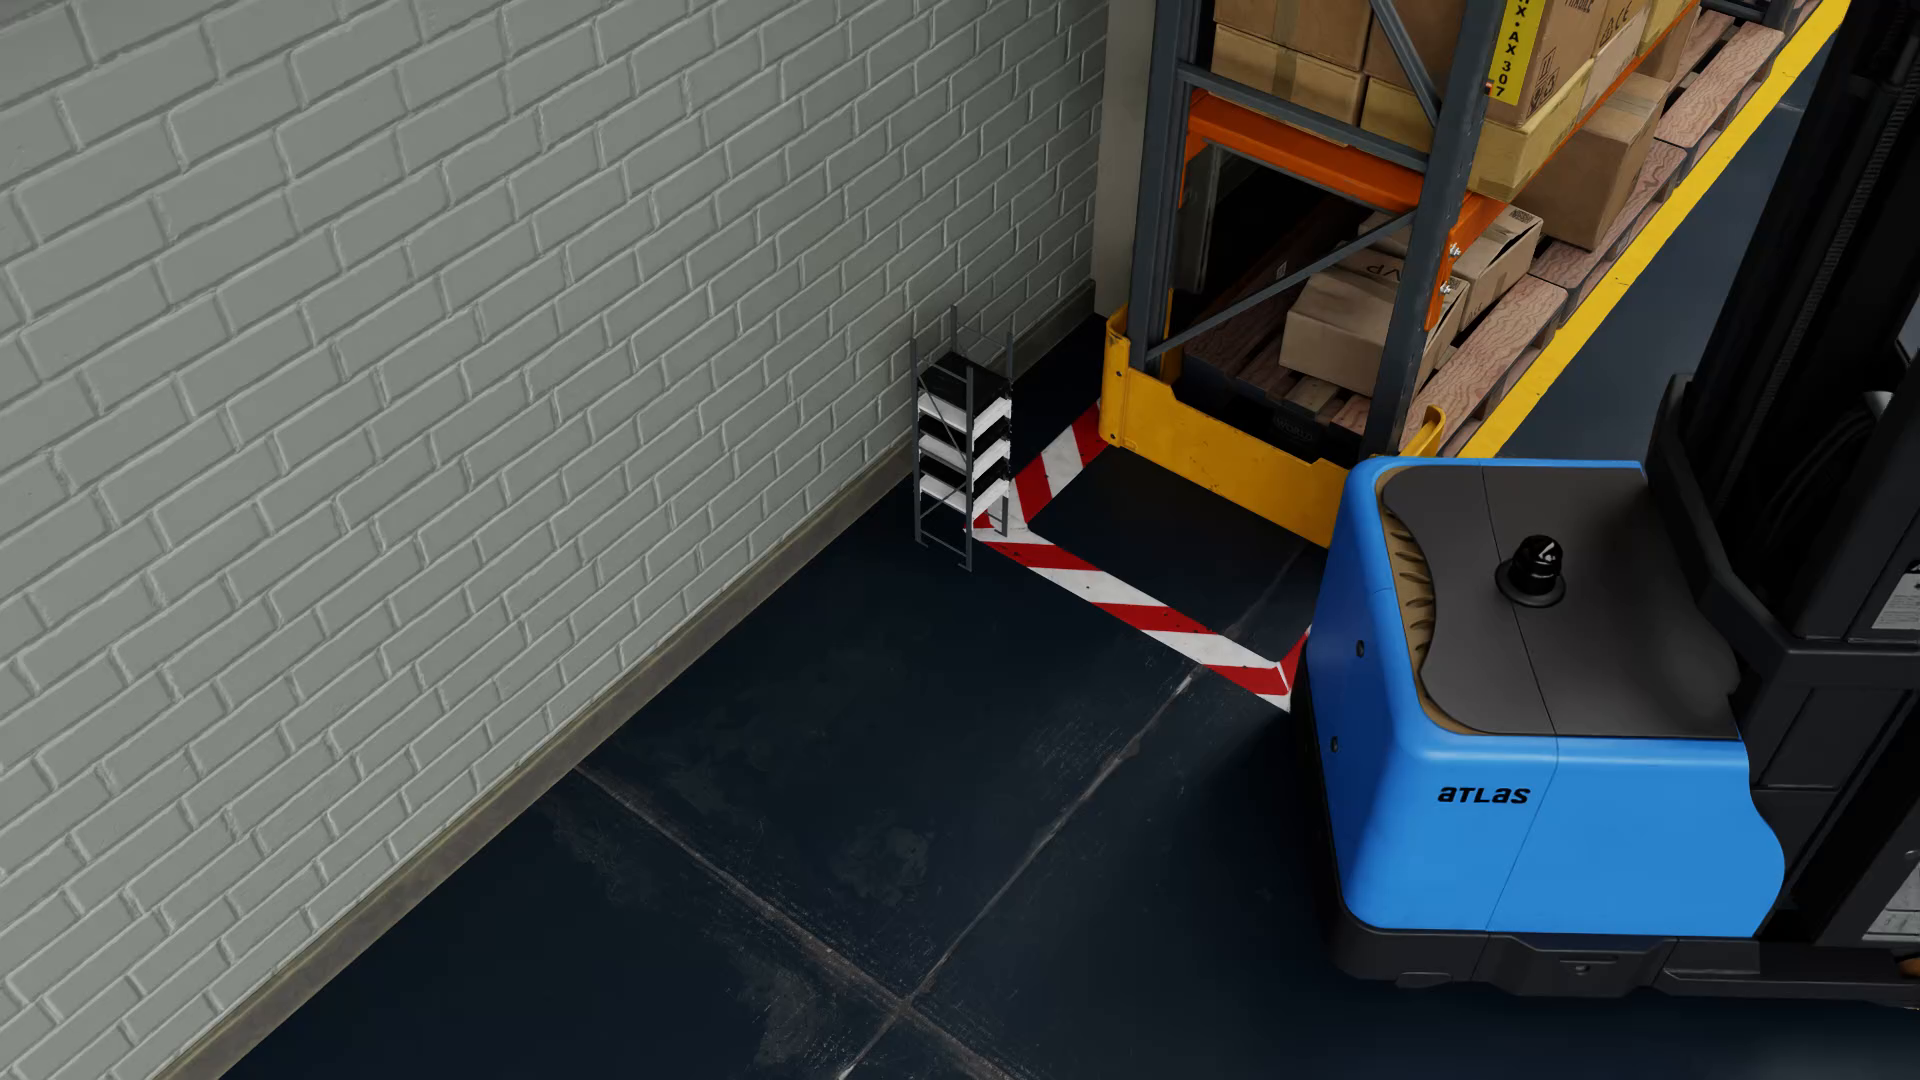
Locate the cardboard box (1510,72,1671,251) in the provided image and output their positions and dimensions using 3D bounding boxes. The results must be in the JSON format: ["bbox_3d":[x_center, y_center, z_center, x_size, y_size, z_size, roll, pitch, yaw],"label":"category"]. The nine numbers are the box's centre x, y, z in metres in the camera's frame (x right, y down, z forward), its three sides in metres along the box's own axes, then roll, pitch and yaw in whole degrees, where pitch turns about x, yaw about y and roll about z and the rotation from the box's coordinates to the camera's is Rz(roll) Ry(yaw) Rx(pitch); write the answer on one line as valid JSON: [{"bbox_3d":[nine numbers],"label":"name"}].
[{"bbox_3d":[2.334,-1.593,6.622,0.700,0.500,0.500,26,52,23],"label":"cardboard box"}]

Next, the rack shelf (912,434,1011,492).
[{"bbox_3d":[0.005,-0.292,5.453,0.258,0.077,0.200,29,53,25],"label":"rack shelf"}]

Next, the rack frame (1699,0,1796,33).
[{"bbox_3d":[3.449,-3.514,7.032,1.000,3.000,0.127,29,53,25],"label":"rack frame"}]

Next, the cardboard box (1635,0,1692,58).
[{"bbox_3d":[2.175,-1.911,5.591,0.500,0.250,0.500,28,53,24],"label":"cardboard box"}]

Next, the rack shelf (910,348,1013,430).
[{"bbox_3d":[0.005,-0.479,5.258,0.258,0.077,0.200,29,53,25],"label":"rack shelf"}]

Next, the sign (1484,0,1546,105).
[{"bbox_3d":[1.433,-1.284,4.304,0.100,0.325,0.005,29,53,25],"label":"sign"}]

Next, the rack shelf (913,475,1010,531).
[{"bbox_3d":[0.005,-0.168,5.583,0.258,0.077,0.200,29,53,25],"label":"rack shelf"}]

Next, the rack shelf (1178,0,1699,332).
[{"bbox_3d":[2.226,-2.121,6.199,1.077,0.370,4.000,29,53,25],"label":"rack shelf"}]

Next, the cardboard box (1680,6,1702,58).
[{"bbox_3d":[3.146,-2.368,7.592,0.380,0.166,0.250,23,50,20],"label":"cardboard box"}]

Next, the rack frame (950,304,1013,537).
[{"bbox_3d":[0.067,-0.374,5.484,0.240,0.900,0.006,29,53,25],"label":"rack frame"}]

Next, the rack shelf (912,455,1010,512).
[{"bbox_3d":[0.005,-0.230,5.518,0.258,0.077,0.200,29,53,25],"label":"rack shelf"}]

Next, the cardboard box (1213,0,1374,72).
[{"bbox_3d":[1.123,-1.803,4.969,0.500,0.500,0.500,29,53,25],"label":"cardboard box"}]

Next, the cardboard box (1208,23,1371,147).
[{"bbox_3d":[1.136,-1.533,5.230,0.500,0.250,0.500,30,53,25],"label":"cardboard box"}]

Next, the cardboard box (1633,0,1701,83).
[{"bbox_3d":[2.846,-2.191,7.193,0.500,0.500,0.500,25,51,22],"label":"cardboard box"}]

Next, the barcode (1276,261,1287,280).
[{"bbox_3d":[1.192,-0.994,6.174,0.001,0.075,0.075,29,53,25],"label":"barcode"}]

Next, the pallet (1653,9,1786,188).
[{"bbox_3d":[3.066,-2.151,7.658,1.003,0.211,1.213,29,53,25],"label":"pallet"}]

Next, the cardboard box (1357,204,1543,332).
[{"bbox_3d":[1.846,-1.130,6.311,0.500,0.311,0.500,34,55,28],"label":"cardboard box"}]

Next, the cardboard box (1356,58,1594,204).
[{"bbox_3d":[1.553,-1.319,5.025,0.500,0.250,0.500,28,52,24],"label":"cardboard box"}]

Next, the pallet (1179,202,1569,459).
[{"bbox_3d":[1.575,-0.754,6.325,1.003,0.211,1.213,29,53,25],"label":"pallet"}]

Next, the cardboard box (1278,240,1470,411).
[{"bbox_3d":[1.498,-0.804,5.999,0.500,0.311,0.500,24,51,21],"label":"cardboard box"}]

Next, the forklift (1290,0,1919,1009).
[{"bbox_3d":[2.529,-0.124,3.841,3.031,2.935,1.130,1,46,1],"label":"forklift"}]

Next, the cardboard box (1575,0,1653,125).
[{"bbox_3d":[1.859,-1.622,5.315,0.500,0.250,0.500,28,52,24],"label":"cardboard box"}]

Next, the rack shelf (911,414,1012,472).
[{"bbox_3d":[0.005,-0.355,5.388,0.258,0.077,0.200,29,53,25],"label":"rack shelf"}]

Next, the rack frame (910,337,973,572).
[{"bbox_3d":[-0.057,-0.257,5.373,0.240,0.900,0.006,29,53,25],"label":"rack frame"}]

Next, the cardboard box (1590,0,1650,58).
[{"bbox_3d":[1.843,-1.858,5.021,0.500,0.500,0.500,29,53,25],"label":"cardboard box"}]

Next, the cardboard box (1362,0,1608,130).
[{"bbox_3d":[1.533,-1.579,4.755,0.500,0.500,0.500,29,53,25],"label":"cardboard box"}]

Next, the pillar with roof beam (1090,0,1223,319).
[{"bbox_3d":[4.154,-2.177,1.606,9.100,9.000,0.400,29,53,25],"label":"pillar with roof beam"}]

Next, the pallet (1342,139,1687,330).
[{"bbox_3d":[2.321,-1.449,6.989,1.003,0.211,1.213,29,53,25],"label":"pallet"}]

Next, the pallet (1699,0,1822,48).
[{"bbox_3d":[3.924,-2.997,8.467,1.003,0.211,1.213,29,53,25],"label":"pallet"}]

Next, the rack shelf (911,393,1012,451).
[{"bbox_3d":[0.005,-0.417,5.323,0.258,0.077,0.200,29,53,25],"label":"rack shelf"}]

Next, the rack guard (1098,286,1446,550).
[{"bbox_3d":[1.050,-0.405,5.791,1.175,0.500,0.348,29,53,25],"label":"rack guard"}]

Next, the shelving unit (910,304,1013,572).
[{"bbox_3d":[0.005,-0.315,5.429,0.258,0.900,0.210,29,53,25],"label":"shelving unit"}]

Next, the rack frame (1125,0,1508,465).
[{"bbox_3d":[1.003,-1.225,4.846,1.000,3.000,0.127,29,53,25],"label":"rack frame"}]
